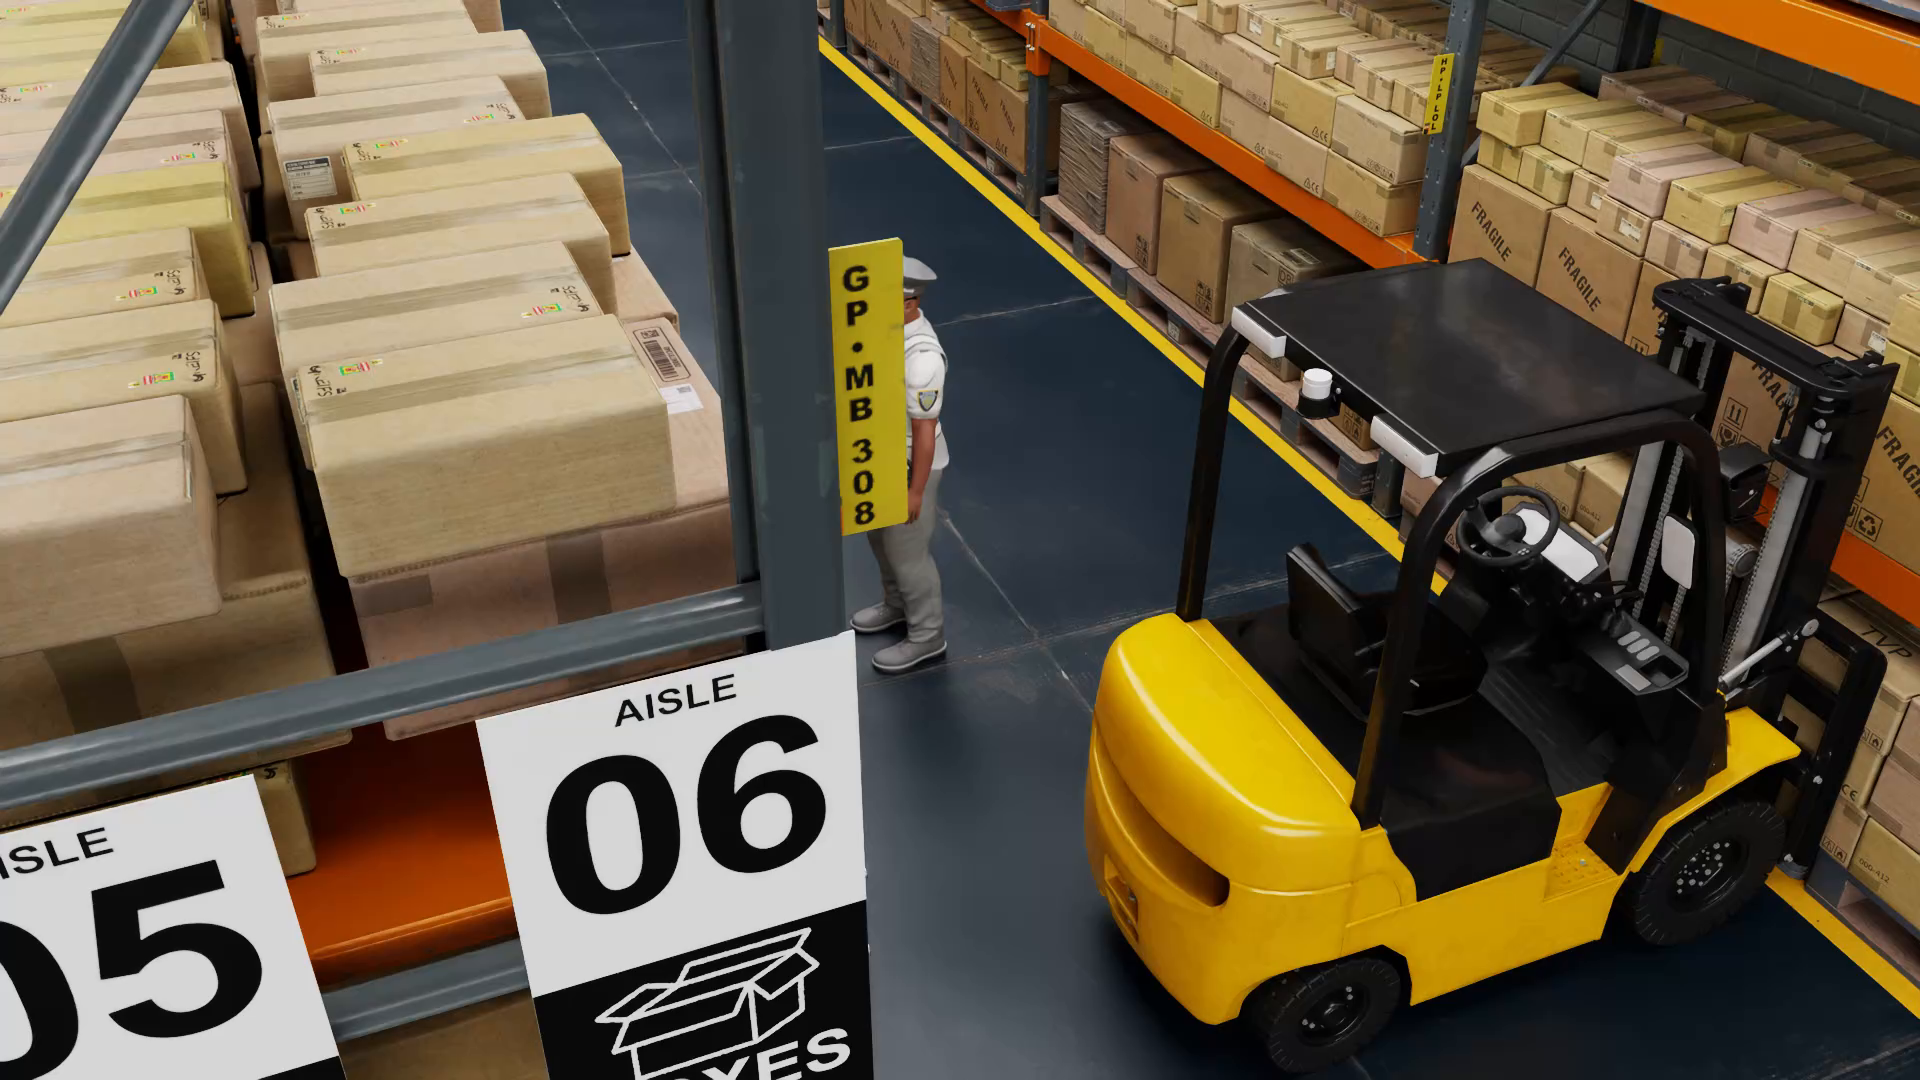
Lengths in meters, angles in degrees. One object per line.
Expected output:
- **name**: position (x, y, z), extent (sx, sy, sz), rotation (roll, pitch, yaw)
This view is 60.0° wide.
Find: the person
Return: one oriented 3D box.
- **person**: position (-0.258, -0.307, 6.593), extent (0.395, 1.767, 0.527), rotation (-12, 35, -18)
